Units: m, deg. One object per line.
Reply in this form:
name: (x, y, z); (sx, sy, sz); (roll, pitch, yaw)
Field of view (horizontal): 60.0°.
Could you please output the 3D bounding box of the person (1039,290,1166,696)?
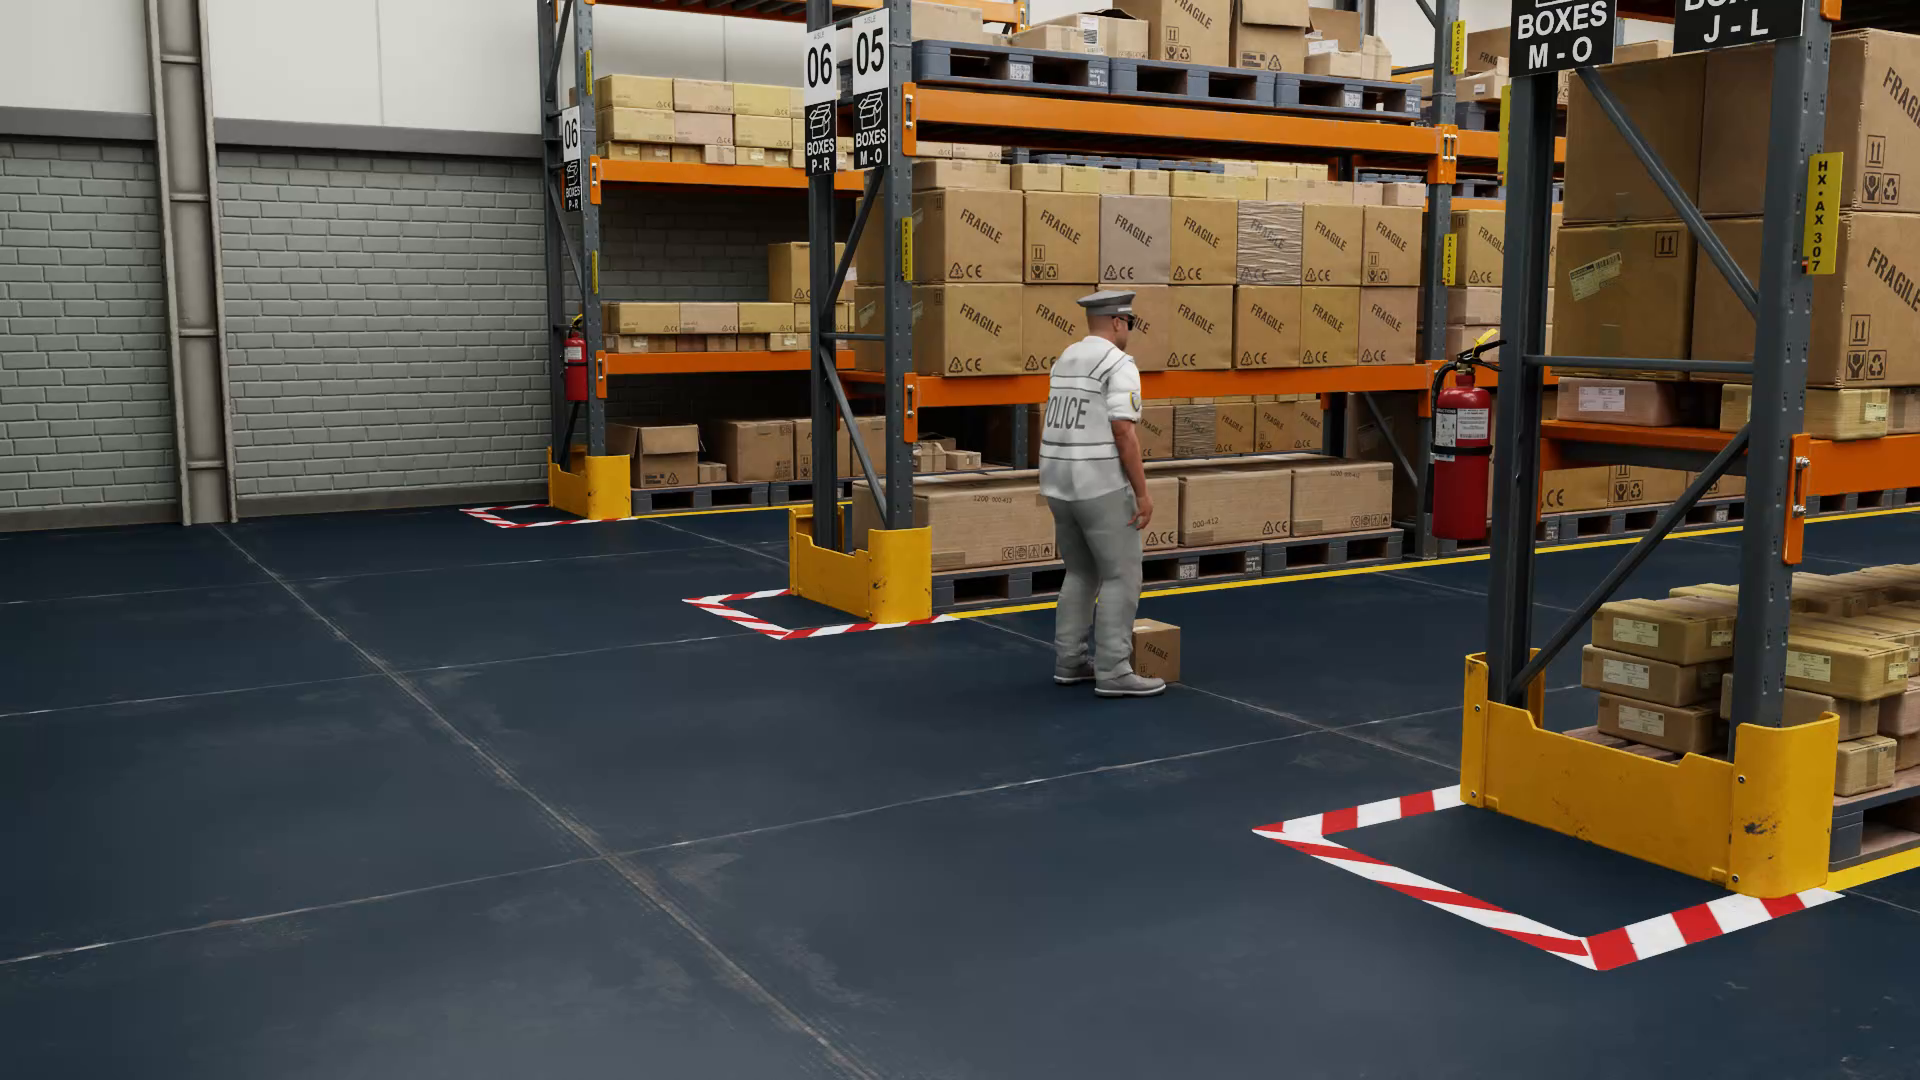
person: (0.589, -0.213, 7.292); (0.430, 1.749, 0.599); (-5, 10, -33)
